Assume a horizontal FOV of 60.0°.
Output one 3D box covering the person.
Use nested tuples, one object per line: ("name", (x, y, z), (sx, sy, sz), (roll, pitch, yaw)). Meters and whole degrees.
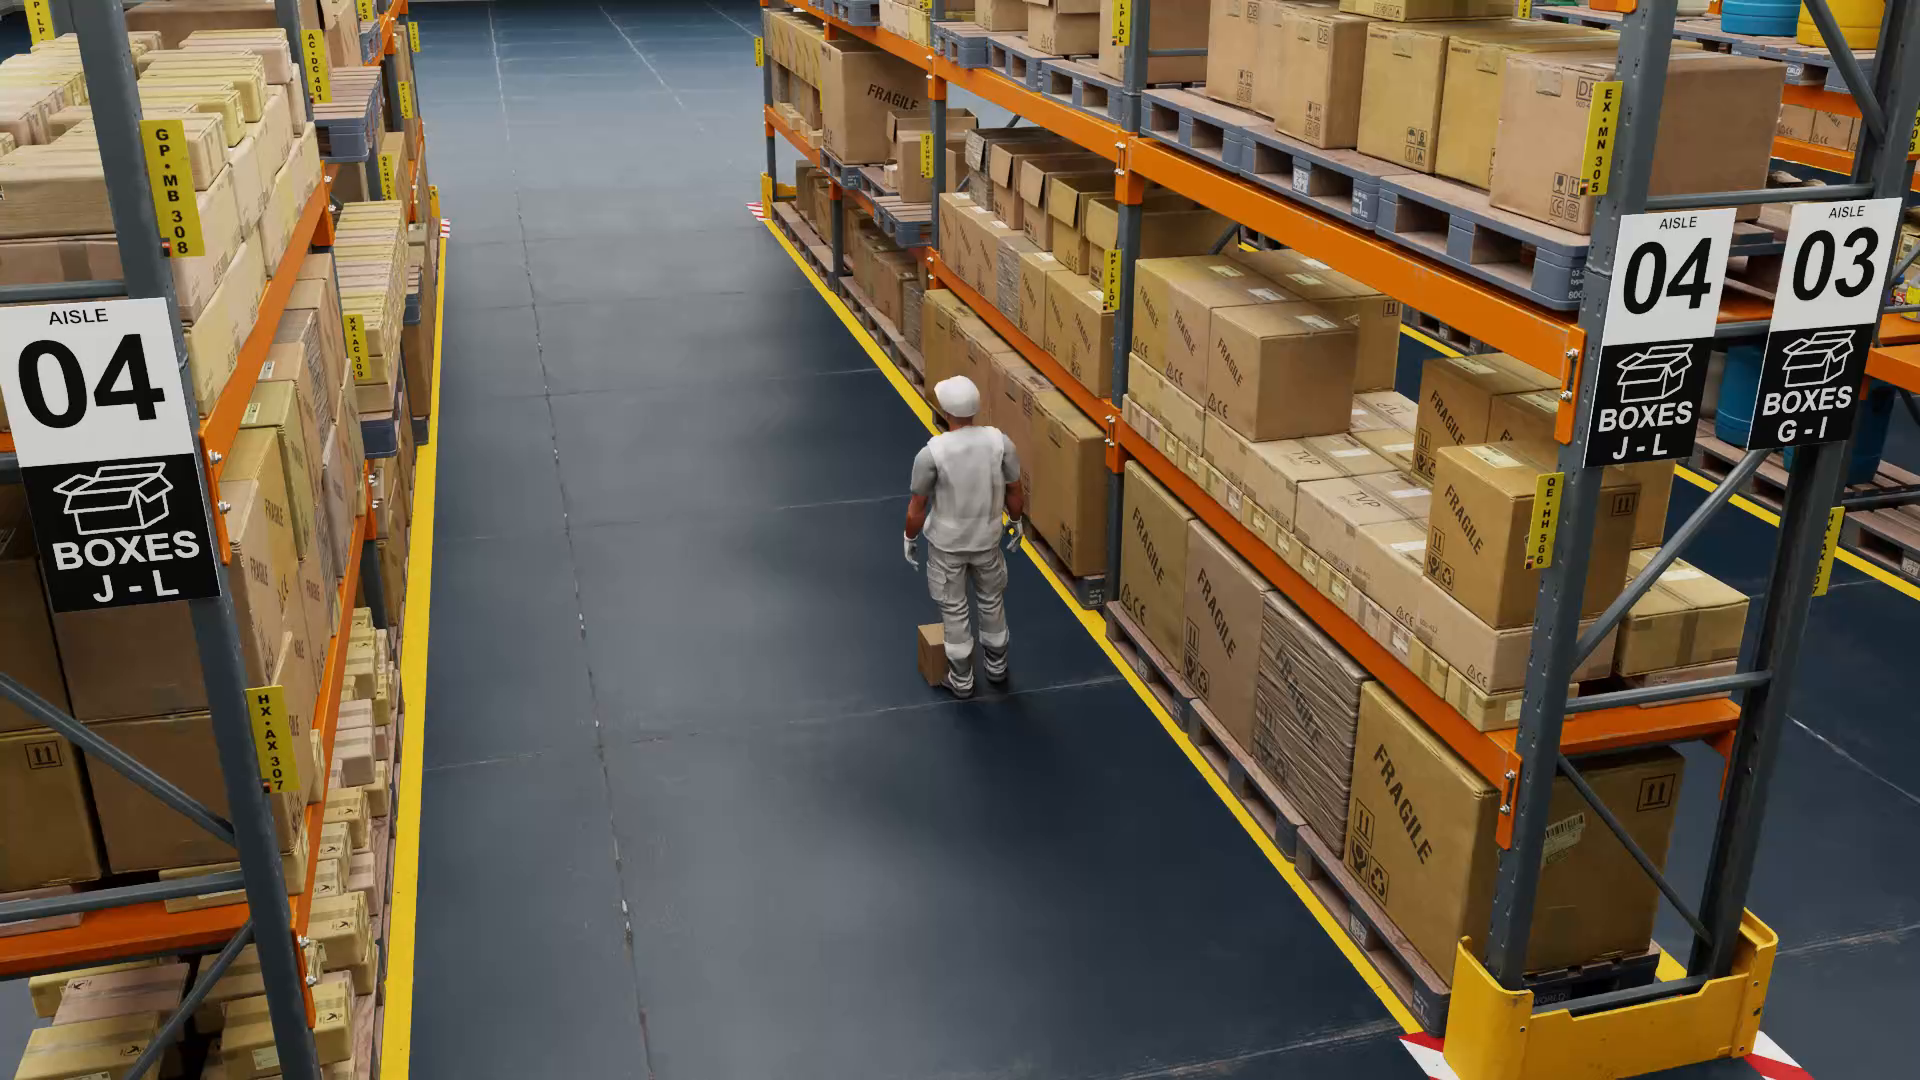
("person", (0.007, -0.031, 8.615), (0.638, 1.790, 0.561), (-6, 23, -14))
